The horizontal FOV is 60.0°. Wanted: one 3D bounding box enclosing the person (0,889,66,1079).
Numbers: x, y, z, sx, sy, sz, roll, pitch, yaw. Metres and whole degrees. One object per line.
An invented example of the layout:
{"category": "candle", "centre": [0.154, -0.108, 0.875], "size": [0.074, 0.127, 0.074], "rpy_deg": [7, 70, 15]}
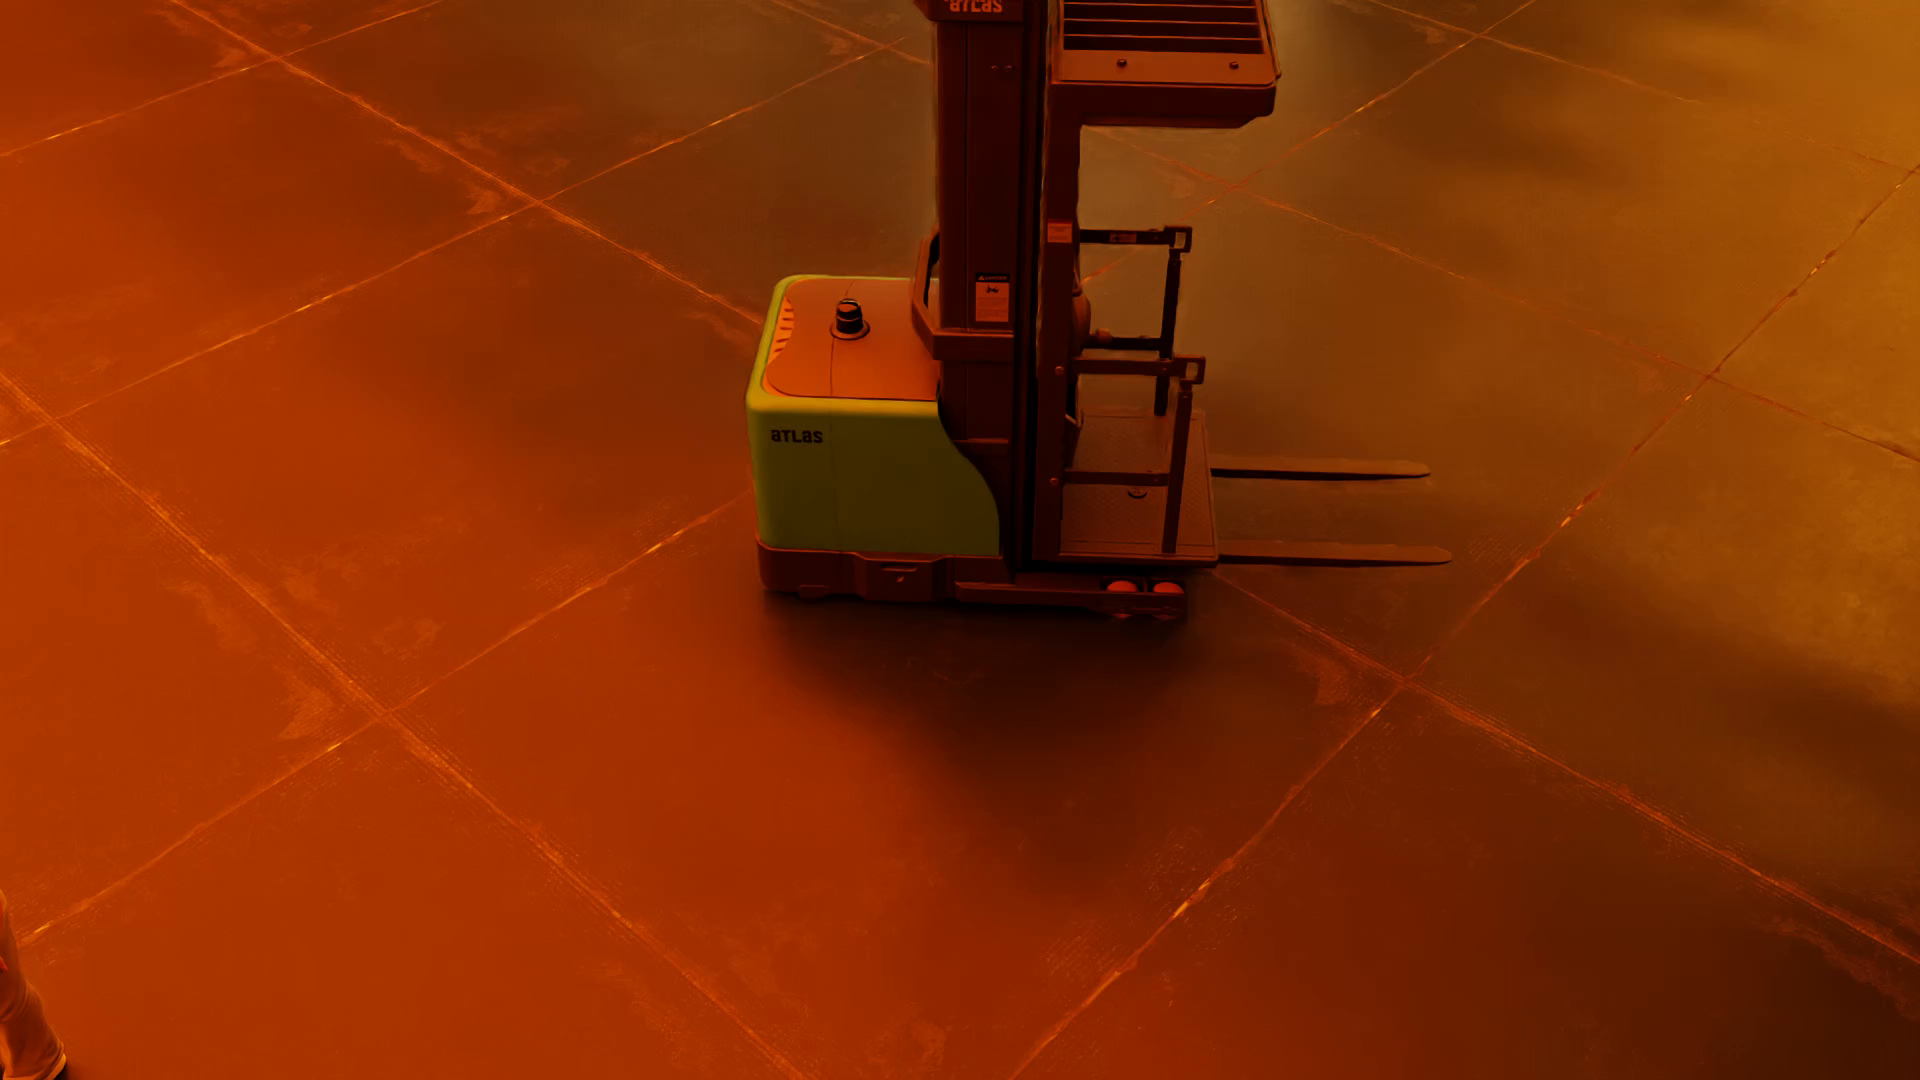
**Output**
{"category": "person", "centre": [-3.102, 1.188, 4.995], "size": [0.549, 1.674, 0.548], "rpy_deg": [18, 44, 20]}

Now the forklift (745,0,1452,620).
{"category": "forklift", "centre": [0.648, -1.122, 6.737], "size": [3.031, 2.935, 1.130], "rpy_deg": [2, 41, 2]}
